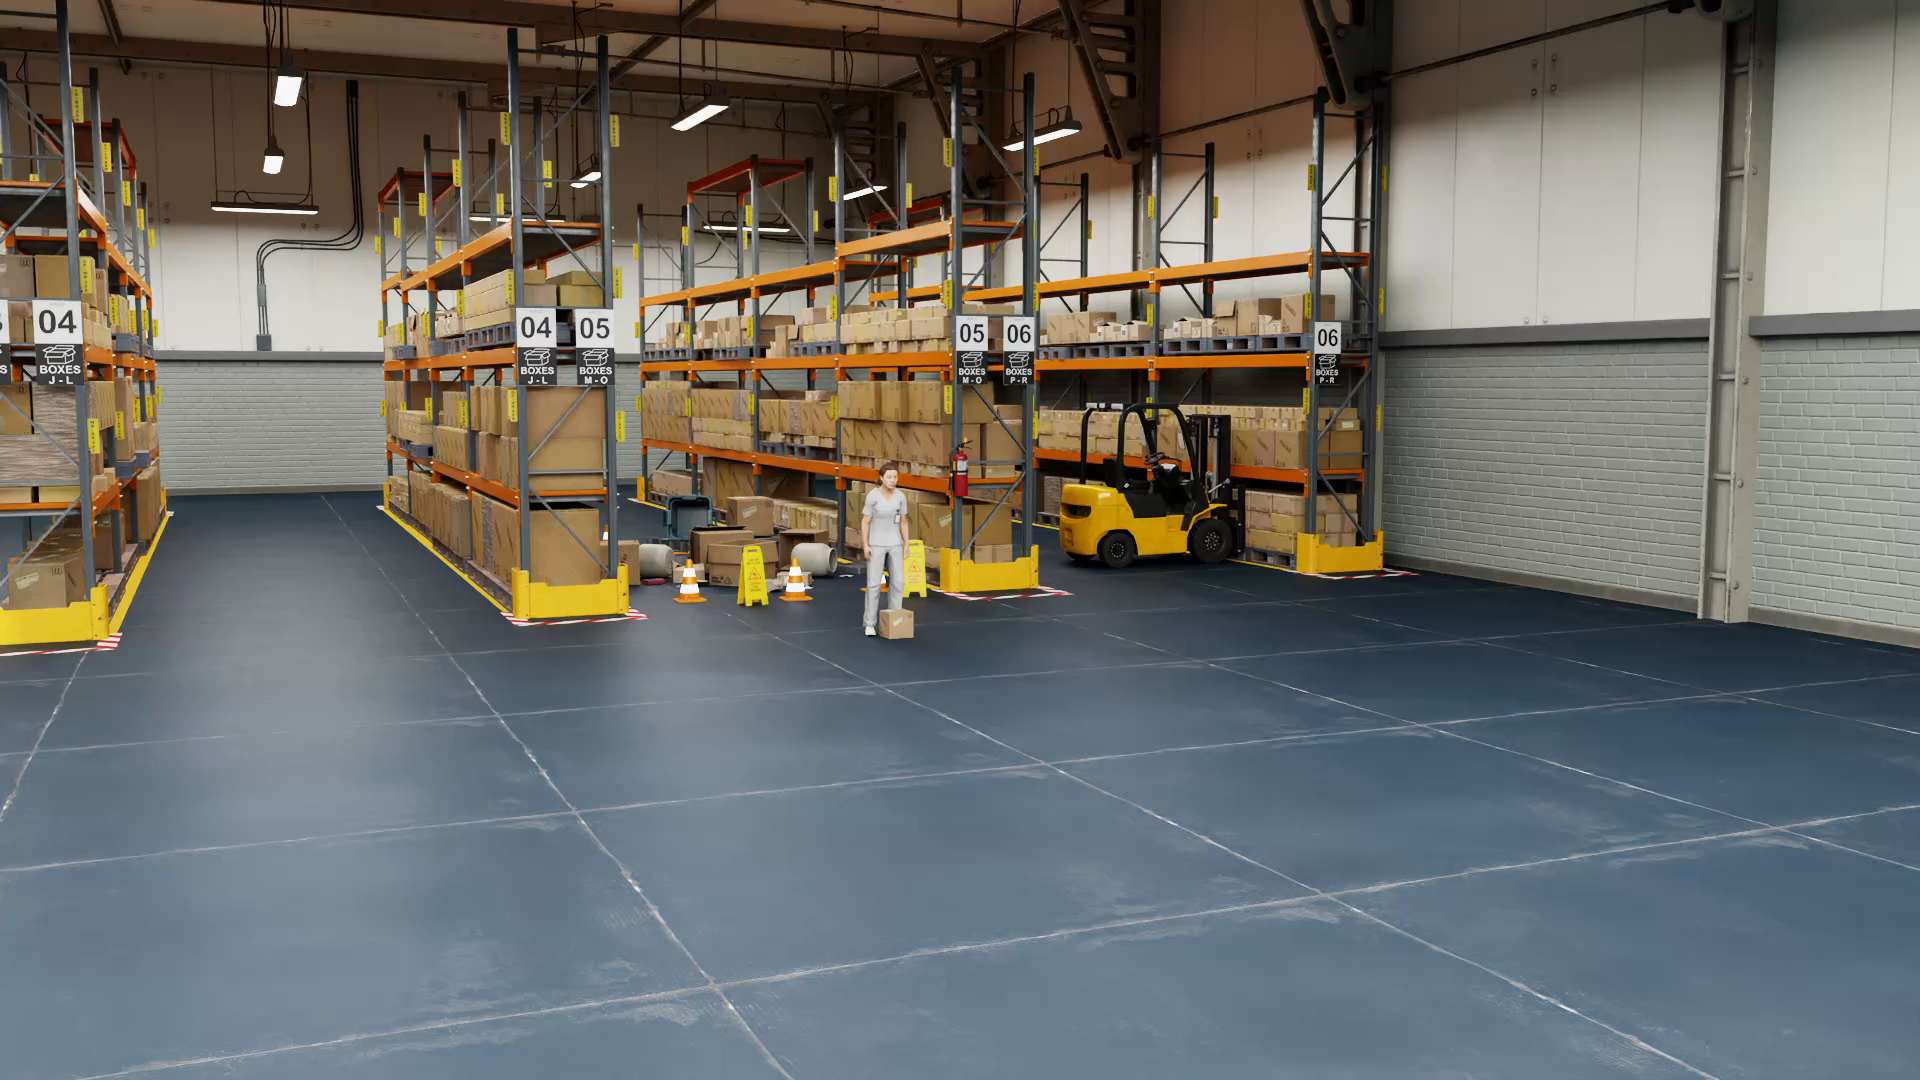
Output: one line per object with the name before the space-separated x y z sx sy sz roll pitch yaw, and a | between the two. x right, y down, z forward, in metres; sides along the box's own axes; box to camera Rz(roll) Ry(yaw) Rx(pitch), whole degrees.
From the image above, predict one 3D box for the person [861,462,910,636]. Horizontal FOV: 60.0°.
person | -0.722 0.077 16.157 0.489 1.673 0.355 -2 6 -24
